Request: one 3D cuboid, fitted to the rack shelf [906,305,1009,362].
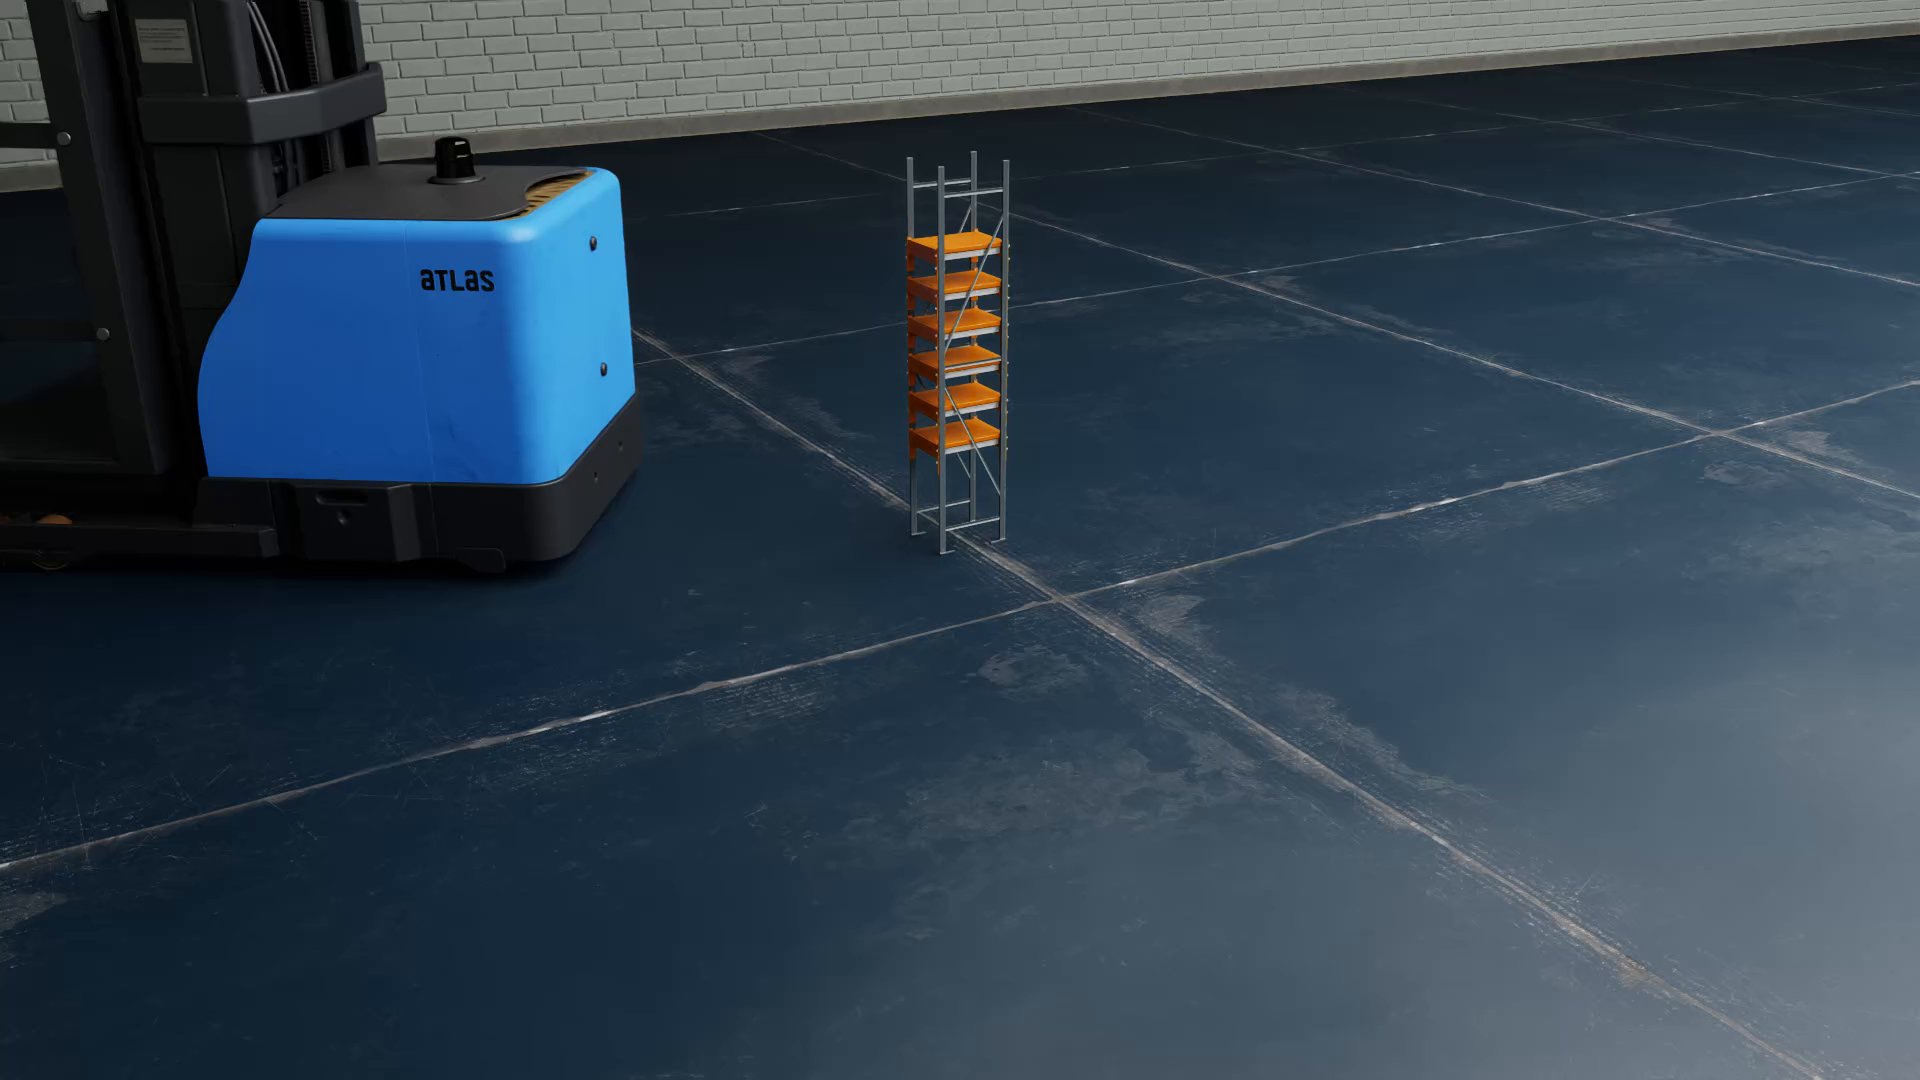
[{"bbox_3d":[-0.007,-0.631,5.069,0.258,0.103,0.180,-13,25,-28],"label":"rack shelf"}]

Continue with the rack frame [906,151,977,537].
[{"bbox_3d":[-0.054,-0.590,5.170,0.240,1.200,0.006,-13,25,-28],"label":"rack frame"}]

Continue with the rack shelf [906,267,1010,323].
[{"bbox_3d":[-0.007,-0.742,5.023,0.258,0.103,0.180,-13,25,-28],"label":"rack shelf"}]

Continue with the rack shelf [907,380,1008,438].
[{"bbox_3d":[-0.007,-0.408,5.159,0.258,0.103,0.180,-13,25,-28],"label":"rack shelf"}]

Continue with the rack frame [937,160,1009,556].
[{"bbox_3d":[0.039,-0.531,5.024,0.240,1.200,0.006,-13,25,-28],"label":"rack frame"}]

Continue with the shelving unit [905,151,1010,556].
[{"bbox_3d":[-0.007,-0.561,5.097,0.258,1.200,0.189,-13,25,-28],"label":"shelving unit"}]

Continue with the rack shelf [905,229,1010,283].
[{"bbox_3d":[-0.007,-0.853,4.978,0.258,0.103,0.180,-13,25,-28],"label":"rack shelf"}]

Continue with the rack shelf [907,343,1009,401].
[{"bbox_3d":[-0.007,-0.519,5.114,0.258,0.103,0.180,-13,25,-28],"label":"rack shelf"}]

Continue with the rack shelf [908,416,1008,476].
[{"bbox_3d":[-0.007,-0.297,5.204,0.258,0.103,0.180,-13,25,-28],"label":"rack shelf"}]

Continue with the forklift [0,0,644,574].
[{"bbox_3d":[-2.650,-1.462,5.015,3.031,2.935,1.130,2,22,4],"label":"forklift"}]
